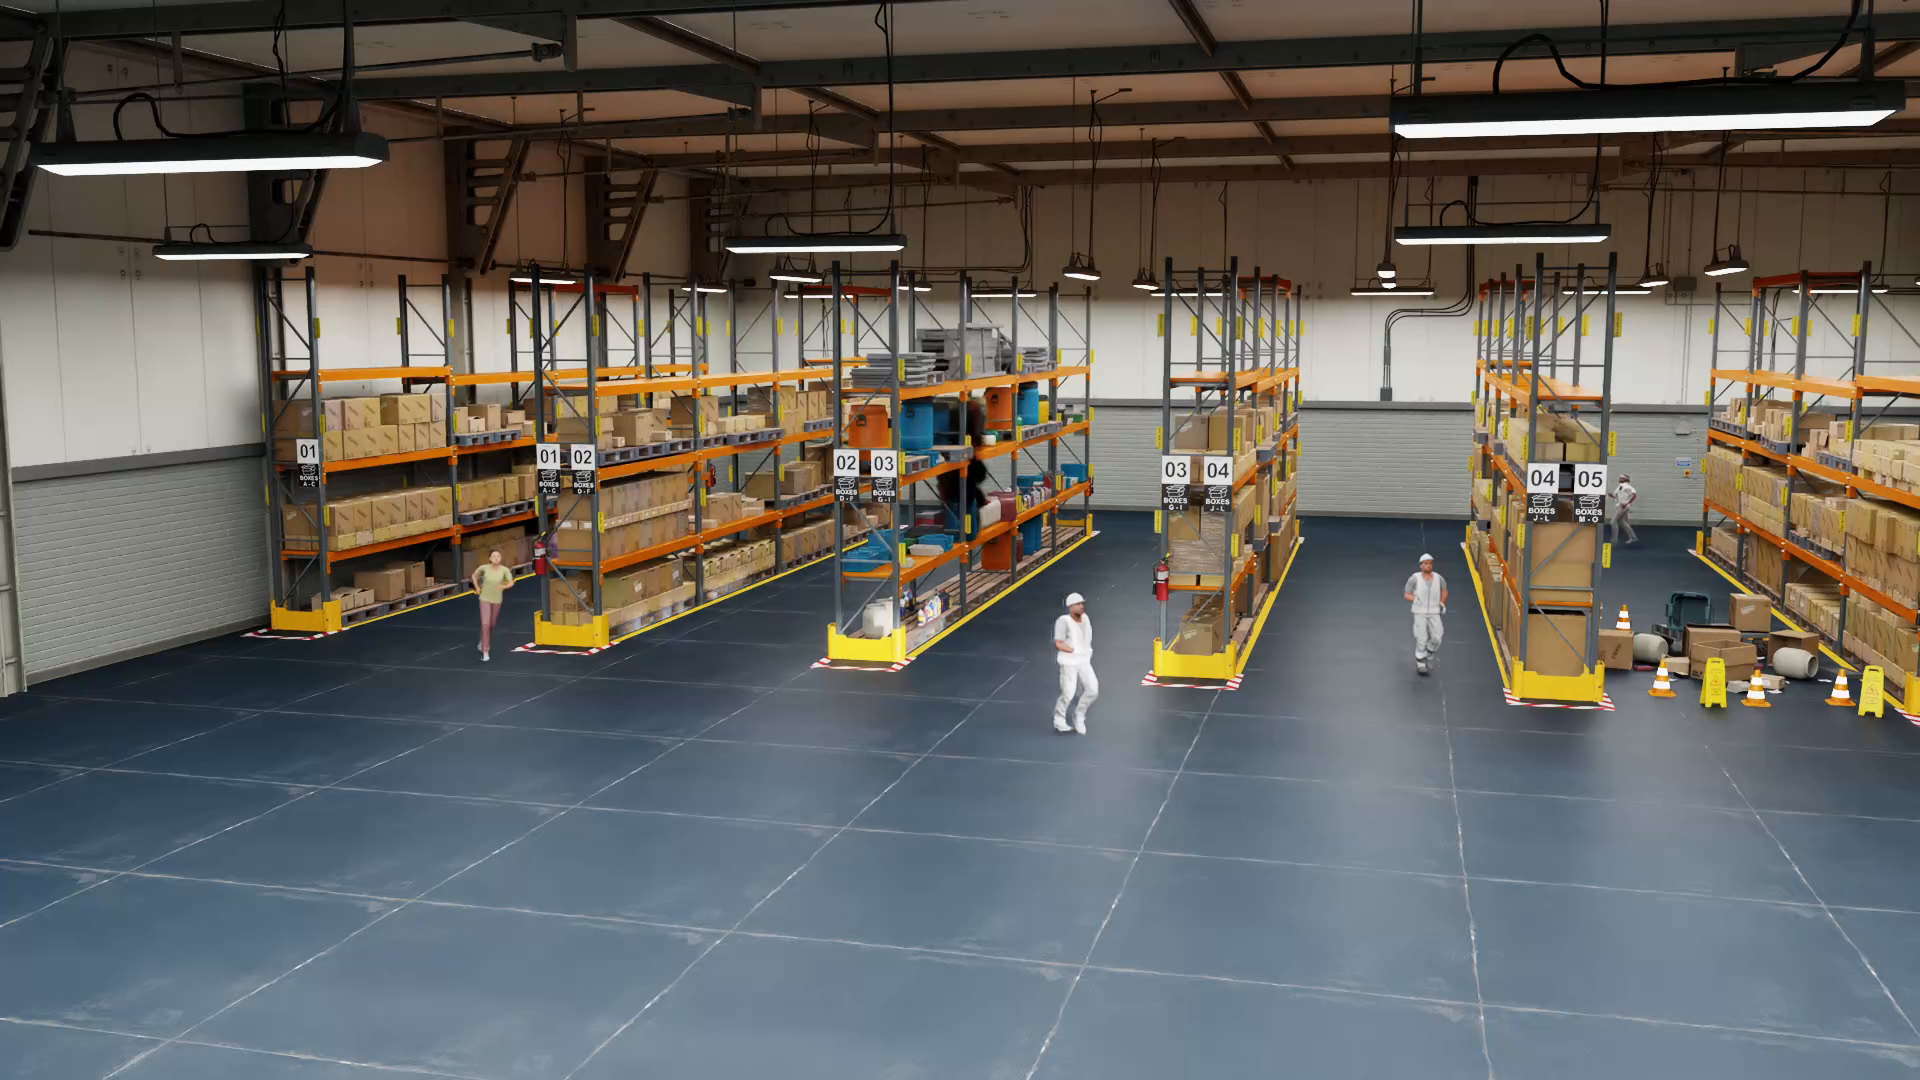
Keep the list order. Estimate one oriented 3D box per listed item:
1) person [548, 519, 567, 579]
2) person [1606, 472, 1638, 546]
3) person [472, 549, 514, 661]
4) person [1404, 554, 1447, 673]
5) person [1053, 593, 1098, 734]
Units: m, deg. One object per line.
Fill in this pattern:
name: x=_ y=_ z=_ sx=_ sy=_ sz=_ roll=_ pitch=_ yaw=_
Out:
person: x=-7.143 y=0.443 z=29.634 sx=0.520 sy=1.635 sz=0.706 roll=2 pitch=7 yaw=13
person: x=15.267 y=-0.699 z=38.308 sx=0.742 sy=1.754 sz=0.560 roll=2 pitch=7 yaw=12
person: x=-7.167 y=0.967 z=25.563 sx=0.584 sy=1.653 sz=0.902 roll=-3 pitch=8 yaw=-24
person: x=6.769 y=1.079 z=24.060 sx=0.643 sy=1.741 sz=0.581 roll=0 pitch=7 yaw=3
person: x=1.452 y=1.540 z=20.509 sx=0.703 sy=1.794 sz=0.697 roll=-6 pitch=9 yaw=-38
